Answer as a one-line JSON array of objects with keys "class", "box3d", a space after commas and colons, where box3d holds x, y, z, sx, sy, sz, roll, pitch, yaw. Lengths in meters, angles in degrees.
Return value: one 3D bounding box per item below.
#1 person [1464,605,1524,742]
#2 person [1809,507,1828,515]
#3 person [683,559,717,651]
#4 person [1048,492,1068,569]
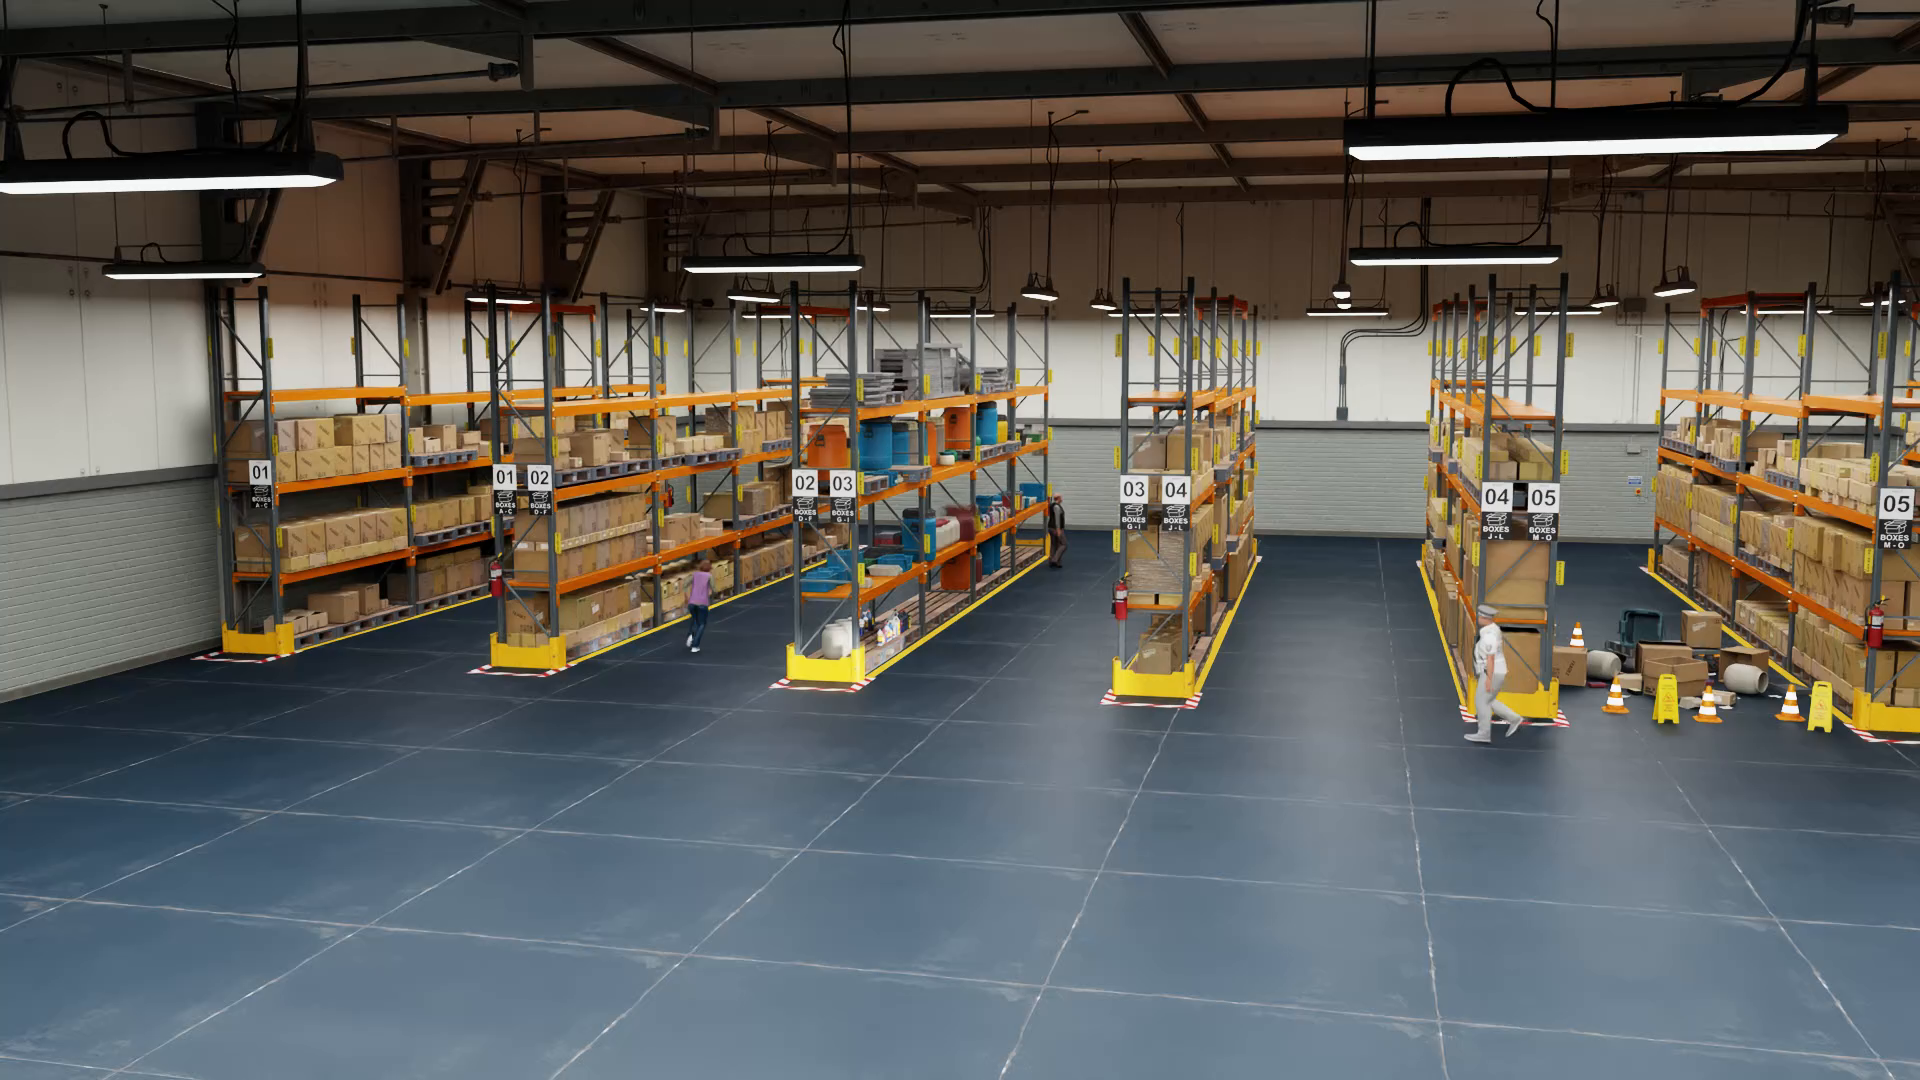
[{"class": "person", "box3d": [6.815, 1.697, 21.141, 0.710, 1.741, 0.542, 3, 7, 22]}, {"class": "person", "box3d": [20.539, -0.436, 39.774, 1.034, 1.753, 0.545, 1, 7, 6]}, {"class": "person", "box3d": [-4.343, 1.079, 27.809, 0.546, 1.493, 0.754, 2, 7, 16]}, {"class": "person", "box3d": [2.230, -0.227, 38.150, 0.401, 1.733, 0.569, -2, 7, -16]}]
